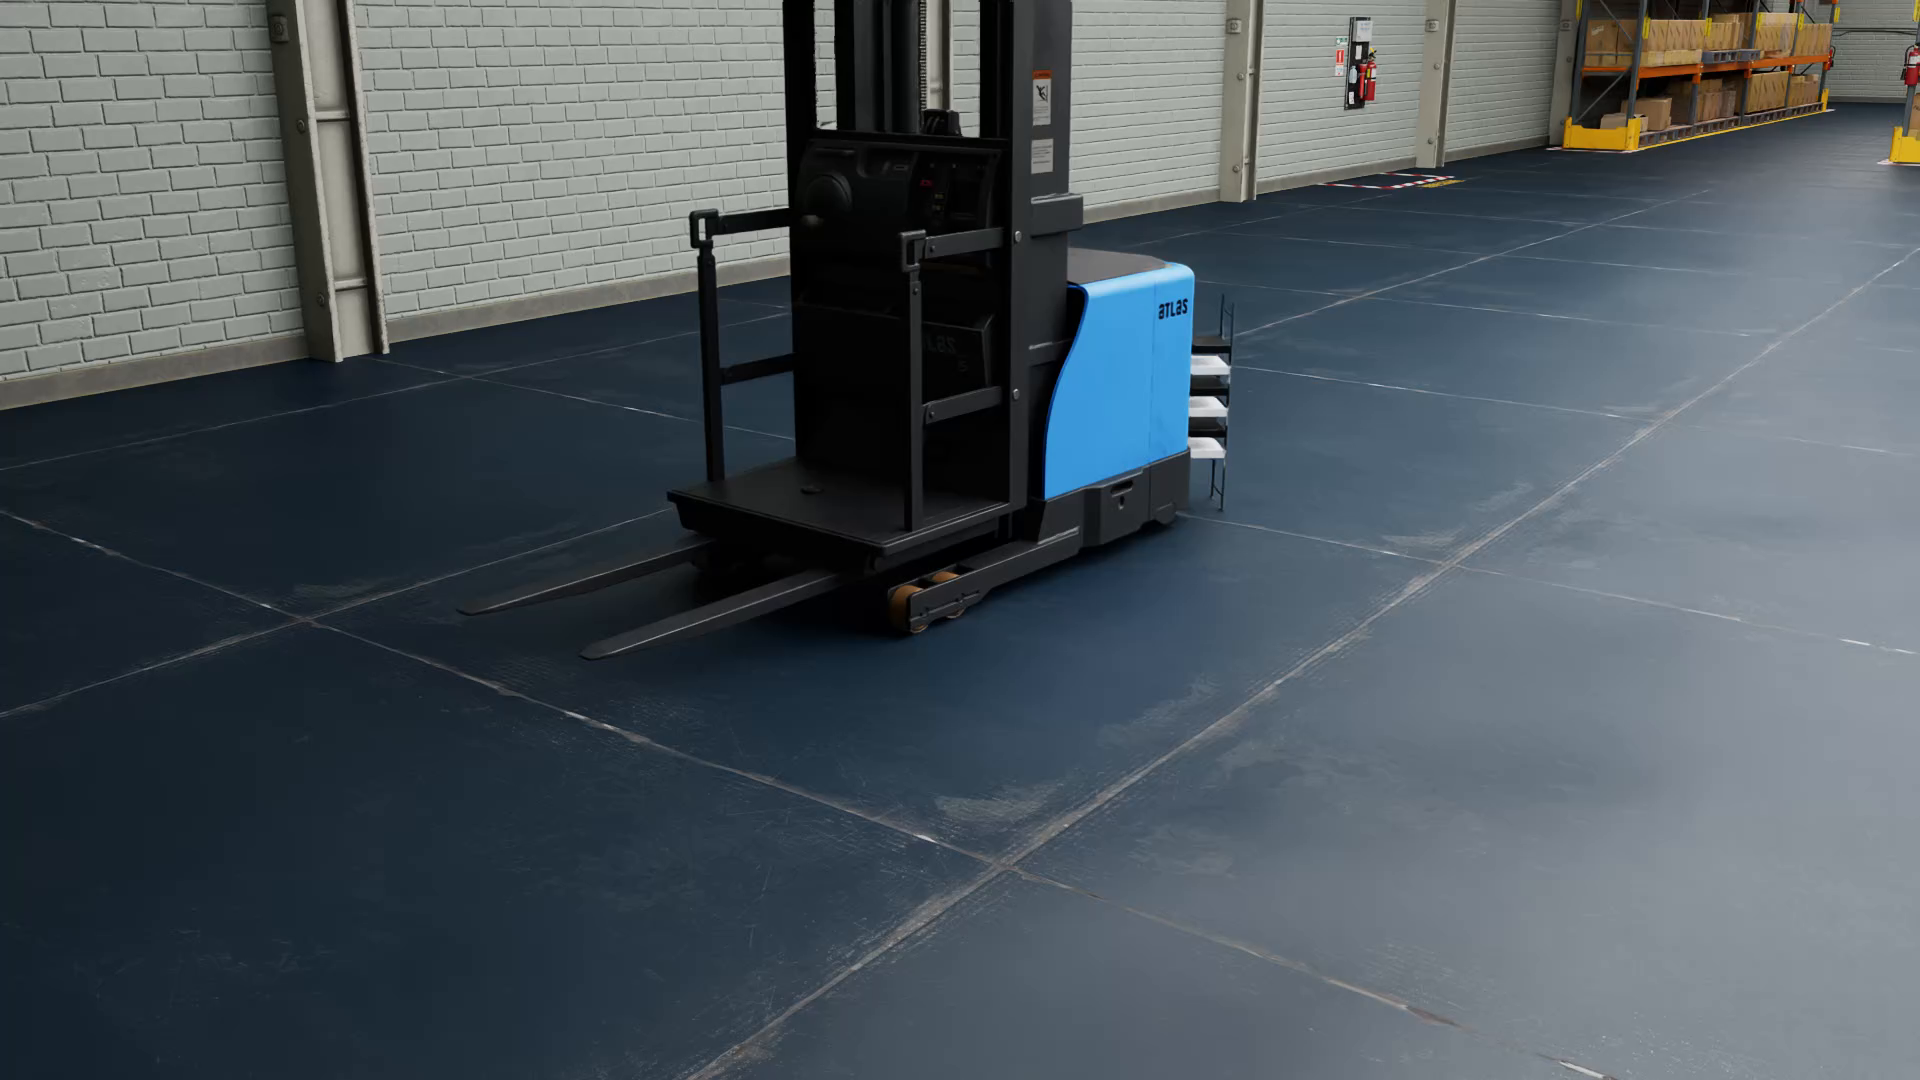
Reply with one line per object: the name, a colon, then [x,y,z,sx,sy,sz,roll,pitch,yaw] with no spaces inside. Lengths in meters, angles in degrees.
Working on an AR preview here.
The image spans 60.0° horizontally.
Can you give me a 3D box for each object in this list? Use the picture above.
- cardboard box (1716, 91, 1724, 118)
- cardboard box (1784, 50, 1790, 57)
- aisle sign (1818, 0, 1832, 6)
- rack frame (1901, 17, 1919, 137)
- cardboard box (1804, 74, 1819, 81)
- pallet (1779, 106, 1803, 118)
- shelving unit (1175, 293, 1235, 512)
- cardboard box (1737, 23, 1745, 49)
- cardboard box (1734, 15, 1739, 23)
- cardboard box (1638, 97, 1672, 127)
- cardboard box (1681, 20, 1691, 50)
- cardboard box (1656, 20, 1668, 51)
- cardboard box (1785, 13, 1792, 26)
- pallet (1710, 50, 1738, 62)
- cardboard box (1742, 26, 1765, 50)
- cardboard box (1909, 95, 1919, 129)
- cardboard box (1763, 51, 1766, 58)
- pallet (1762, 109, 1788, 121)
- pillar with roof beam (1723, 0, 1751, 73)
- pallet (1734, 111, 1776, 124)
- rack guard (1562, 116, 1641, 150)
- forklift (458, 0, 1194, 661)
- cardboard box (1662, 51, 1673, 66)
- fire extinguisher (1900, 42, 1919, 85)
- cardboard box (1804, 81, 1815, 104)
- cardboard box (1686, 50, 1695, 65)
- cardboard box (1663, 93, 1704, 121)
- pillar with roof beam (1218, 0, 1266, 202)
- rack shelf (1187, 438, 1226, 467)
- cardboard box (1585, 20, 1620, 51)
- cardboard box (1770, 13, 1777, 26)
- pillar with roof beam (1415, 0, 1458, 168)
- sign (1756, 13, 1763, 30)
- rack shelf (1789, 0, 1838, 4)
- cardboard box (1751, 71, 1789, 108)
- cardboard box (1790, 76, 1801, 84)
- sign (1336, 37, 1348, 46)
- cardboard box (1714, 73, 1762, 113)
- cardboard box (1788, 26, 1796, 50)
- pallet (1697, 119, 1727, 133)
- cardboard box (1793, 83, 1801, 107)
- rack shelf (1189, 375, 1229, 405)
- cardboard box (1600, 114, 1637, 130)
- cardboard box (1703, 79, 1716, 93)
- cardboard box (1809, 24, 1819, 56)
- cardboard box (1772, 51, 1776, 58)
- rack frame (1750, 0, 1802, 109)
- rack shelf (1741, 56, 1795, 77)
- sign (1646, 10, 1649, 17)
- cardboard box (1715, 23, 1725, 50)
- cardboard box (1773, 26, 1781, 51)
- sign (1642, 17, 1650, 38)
cardboard box: [14.689,-8.641,32.986,0.700,0.500,0.500,12,21,35]
cardboard box: [17.755,-10.555,36.066,0.380,0.149,0.250,13,21,36]
aisle sign: [20.527,-13.019,39.226,0.394,0.787,0.004,12,21,35]
rack frame: [14.691,-7.128,24.639,1.000,3.000,0.127,12,21,35]
cardboard box: [19.977,-10.883,39.143,0.380,0.149,0.250,12,21,34]
pallet: [18.376,-9.696,37.611,1.003,0.211,1.213,12,21,35]
shelving unit: [1.023,-0.587,7.112,0.210,0.900,0.258,0,17,-3]
cardboard box: [15.205,-10.052,33.145,0.700,0.500,0.500,10,20,28]
cardboard box: [15.295,-10.388,33.133,0.380,0.149,0.250,9,20,28]
cardboard box: [12.507,-7.717,30.010,0.500,0.500,0.500,11,20,31]
cardboard box: [12.459,-8.846,29.126,0.500,0.500,0.500,12,21,33]
cardboard box: [11.538,-8.475,27.932,0.500,0.500,0.500,12,21,35]
cardboard box: [17.475,-11.141,35.595,0.500,0.250,0.500,13,21,36]
pallet: [14.330,-9.338,32.078,1.003,0.211,1.213,12,21,35]
cardboard box: [15.972,-10.178,33.756,0.500,0.500,0.500,13,22,36]
cardboard box: [14.771,-6.554,25.454,0.500,0.500,0.500,12,21,35]
cardboard box: [16.603,-10.146,34.749,0.380,0.149,0.250,13,21,36]
pallet: [17.461,-9.332,36.438,1.003,0.211,1.213,12,21,35]
pillar with roof beam: [21.040,-13.284,34.349,9.100,9.000,0.400,12,21,35]
pallet: [16.734,-9.040,35.498,1.003,0.211,1.213,12,21,35]
rack guard: [10.755,-6.827,27.884,1.175,0.500,0.348,12,21,35]
forklift: [-0.368,-1.245,5.811,1.130,2.935,3.031,14,22,38]
cardboard box: [11.862,-8.247,28.462,0.500,0.250,0.500,12,21,34]
fire extinguisher: [14.247,-7.145,24.824,0.296,0.674,0.183,12,21,35]
cardboard box: [19.609,-10.516,39.058,0.700,0.500,0.500,12,21,35]
cardboard box: [12.751,-8.609,29.629,0.500,0.250,0.500,13,21,35]
cardboard box: [13.786,-8.282,31.827,0.700,0.500,0.500,12,21,34]
pillar with roof beam: [6.740,-7.568,15.941,9.100,9.000,0.400,12,21,35]
rack shelf: [1.021,-0.383,7.175,0.200,0.077,0.258,0,17,-3]
cardboard box: [10.820,-8.448,27.846,0.500,0.500,0.500,12,21,34]
cardboard box: [16.569,-10.776,34.418,0.500,0.250,0.500,13,21,35]
pillar with roof beam: [10.315,-8.997,20.543,9.100,9.000,0.400,12,21,35]
sign: [15.918,-10.329,33.129,0.100,0.325,0.005,12,21,35]
rack shelf: [19.052,-12.426,37.855,1.077,0.370,4.000,12,21,35]
cardboard box: [17.577,-9.857,36.343,0.750,0.750,0.750,13,21,35]
cardboard box: [18.739,-10.386,37.545,0.380,0.149,0.250,13,22,37]
sign: [4.952,-6.467,21.558,0.001,0.109,0.331,12,21,35]
cardboard box: [16.020,-9.234,34.337,0.750,0.750,0.750,12,21,34]
cardboard box: [17.787,-10.905,36.099,0.500,0.500,0.500,12,21,34]
pallet: [14.283,-8.101,32.474,1.003,0.211,1.213,12,21,35]
cardboard box: [18.690,-10.146,37.866,0.700,0.500,0.500,12,21,34]
rack shelf: [1.023,-0.641,7.095,0.200,0.077,0.258,0,17,-3]
cardboard box: [11.195,-7.077,28.268,0.500,0.311,0.500,10,20,29]
cardboard box: [14.397,-8.854,32.404,0.500,0.250,0.500,12,21,34]
cardboard box: [19.061,-11.478,38.142,0.980,0.700,0.700,11,20,32]
cardboard box: [17.094,-10.325,35.323,0.380,0.149,0.250,12,21,33]
rack frame: [17.860,-10.861,36.659,1.000,3.000,0.127,12,21,35]
rack shelf: [16.668,-10.041,35.232,1.077,0.370,4.000,12,21,35]
sign: [12.646,-9.605,30.664,0.100,0.325,0.005,12,21,35]
cardboard box: [14.130,-9.622,31.761,0.700,0.500,0.500,16,24,42]
cardboard box: [16.892,-10.544,34.936,0.500,0.500,0.500,13,22,36]
sign: [11.146,-8.320,27.018,0.100,0.325,0.005,12,21,35]
